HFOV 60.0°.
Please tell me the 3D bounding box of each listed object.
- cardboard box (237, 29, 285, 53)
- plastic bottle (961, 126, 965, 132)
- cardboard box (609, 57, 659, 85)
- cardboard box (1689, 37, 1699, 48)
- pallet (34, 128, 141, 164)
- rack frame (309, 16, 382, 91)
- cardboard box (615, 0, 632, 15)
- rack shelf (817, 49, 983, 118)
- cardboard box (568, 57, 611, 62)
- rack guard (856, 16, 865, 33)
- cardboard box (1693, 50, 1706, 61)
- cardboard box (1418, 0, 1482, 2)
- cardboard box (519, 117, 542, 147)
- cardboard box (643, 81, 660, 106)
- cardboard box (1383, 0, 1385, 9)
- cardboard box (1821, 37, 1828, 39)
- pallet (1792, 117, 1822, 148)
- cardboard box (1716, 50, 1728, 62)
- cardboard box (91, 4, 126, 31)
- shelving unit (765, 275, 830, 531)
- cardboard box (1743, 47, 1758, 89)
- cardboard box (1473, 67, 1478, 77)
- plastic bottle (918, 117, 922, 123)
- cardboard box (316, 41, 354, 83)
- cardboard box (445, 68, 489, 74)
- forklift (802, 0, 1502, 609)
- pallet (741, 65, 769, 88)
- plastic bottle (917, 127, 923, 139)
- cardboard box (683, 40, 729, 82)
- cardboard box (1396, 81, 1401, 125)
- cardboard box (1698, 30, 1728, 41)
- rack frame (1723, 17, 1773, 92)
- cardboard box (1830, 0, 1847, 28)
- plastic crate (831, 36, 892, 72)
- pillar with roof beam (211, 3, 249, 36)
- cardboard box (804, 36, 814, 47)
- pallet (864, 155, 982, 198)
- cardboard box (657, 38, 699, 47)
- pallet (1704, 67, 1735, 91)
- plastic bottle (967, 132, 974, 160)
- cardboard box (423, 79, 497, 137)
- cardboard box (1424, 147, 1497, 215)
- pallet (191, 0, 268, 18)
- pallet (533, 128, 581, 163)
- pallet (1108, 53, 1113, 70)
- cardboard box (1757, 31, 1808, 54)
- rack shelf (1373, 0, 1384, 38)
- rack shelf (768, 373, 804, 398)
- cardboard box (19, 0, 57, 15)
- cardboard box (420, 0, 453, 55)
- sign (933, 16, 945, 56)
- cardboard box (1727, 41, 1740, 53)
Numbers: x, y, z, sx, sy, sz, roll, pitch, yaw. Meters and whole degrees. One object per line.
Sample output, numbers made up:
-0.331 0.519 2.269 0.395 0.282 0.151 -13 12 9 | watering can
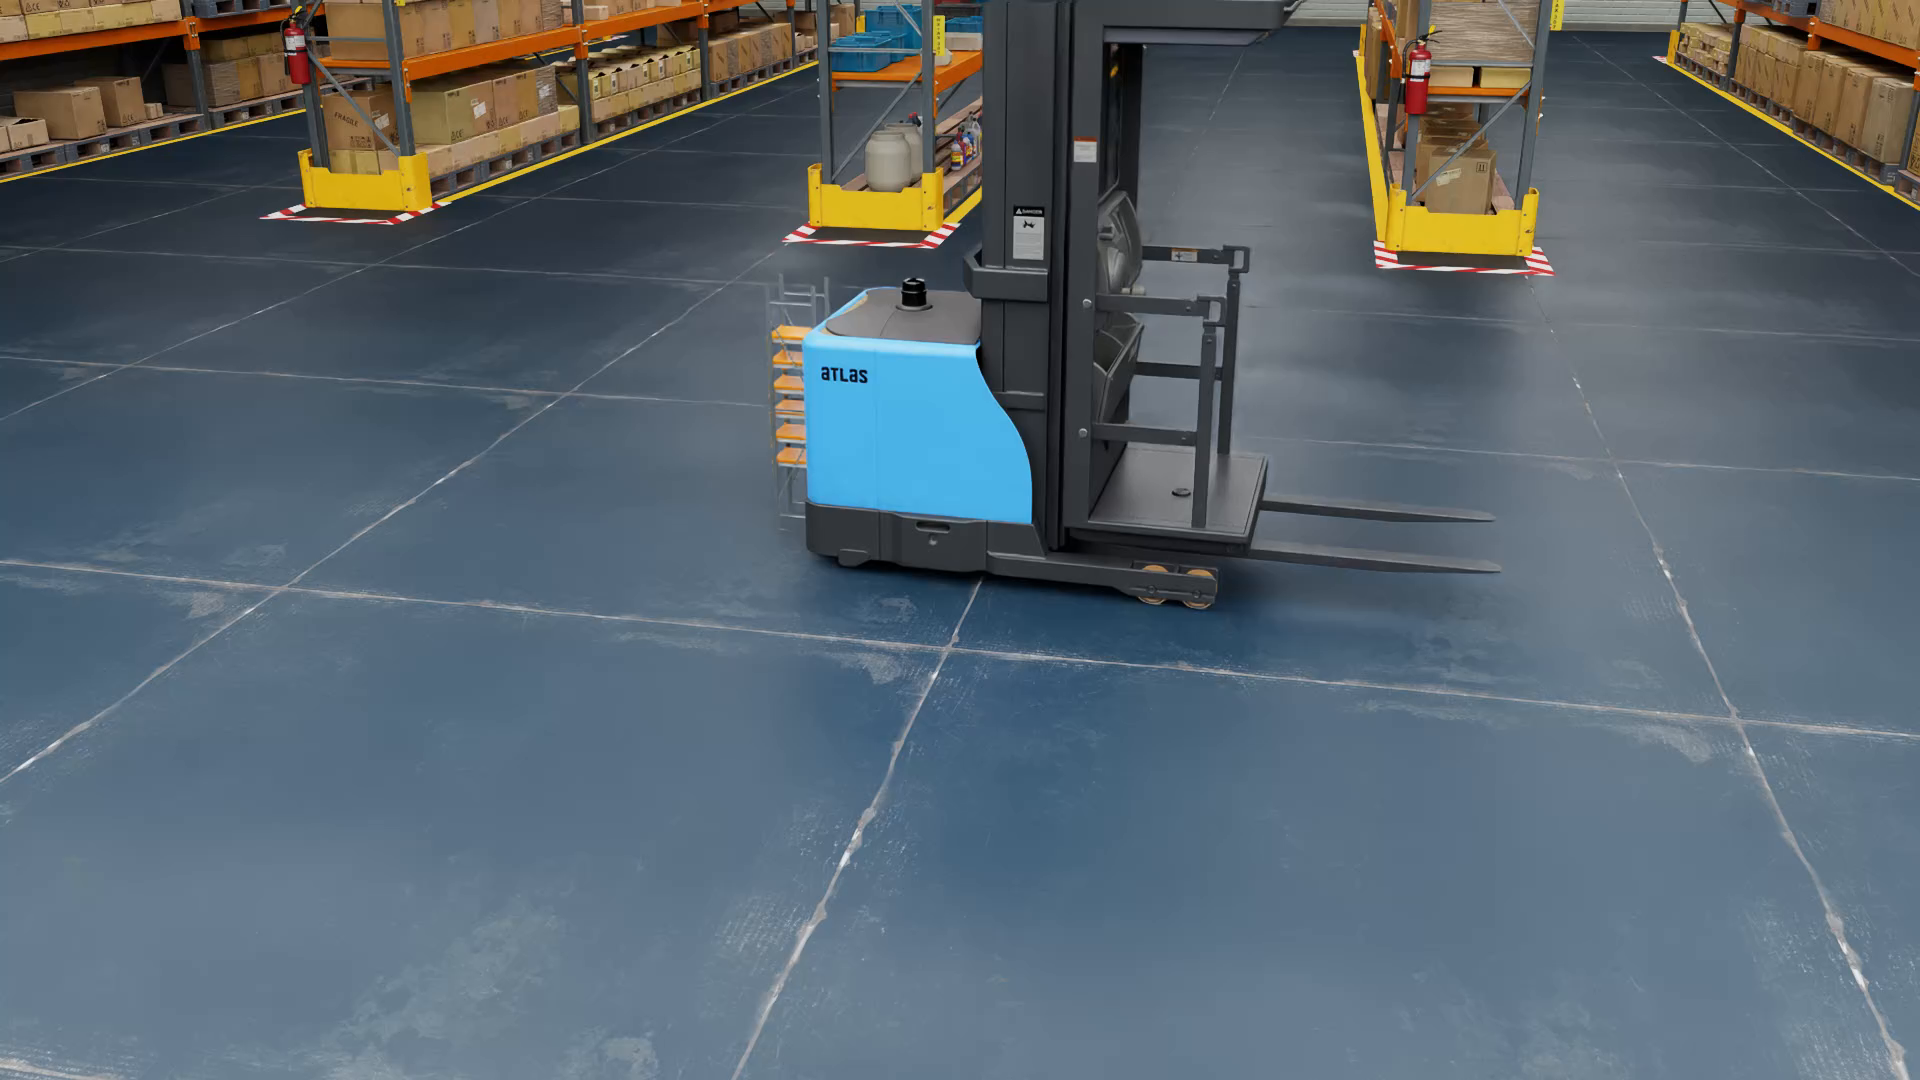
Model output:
-9.155 -6.585 21.942 0.500 0.250 0.500 4 22 11 | cardboard box
0.041 -4.131 17.142 0.061 0.283 0.133 4 22 11 | plastic bottle
-4.107 -5.887 20.823 0.500 0.311 0.500 5 22 12 | cardboard box
11.642 -7.791 26.038 0.380 0.149 0.250 5 23 13 | cardboard box
-9.947 -4.400 18.496 1.003 0.211 1.213 4 22 11 | pallet
-8.782 -7.852 23.335 1.000 3.000 0.127 4 22 11 | rack frame
-4.365 -6.715 20.377 0.500 0.500 0.500 4 22 11 | cardboard box
-0.307 -4.569 16.146 1.077 0.370 4.000 4 22 11 | rack shelf
-4.635 -5.919 20.903 0.500 0.311 0.500 4 22 10 | cardboard box
-2.315 -9.214 30.063 1.175 0.500 0.348 4 22 11 | rack guard
11.541 -7.472 25.644 0.380 0.149 0.250 3 22 8 | cardboard box
4.004 -4.662 13.543 0.500 0.500 0.500 4 22 11 | cardboard box
-4.828 -4.380 17.832 0.500 0.250 0.500 4 22 11 | cardboard box
-4.110 -5.623 20.919 0.500 0.250 0.500 5 22 12 | cardboard box
5.624 -6.965 20.998 0.500 0.500 0.500 5 23 13 | cardboard box
11.195 -6.287 21.228 0.500 0.250 0.500 5 22 11 | cardboard box
10.366 -4.728 19.311 1.003 0.211 1.213 4 22 11 | pallet
11.213 -7.017 24.117 0.380 0.149 0.250 3 22 8 | cardboard box
-9.595 -5.766 18.329 0.500 0.250 0.500 4 22 11 | cardboard box
-0.743 -0.626 7.802 0.258 1.200 0.189 5 23 13 | shelving unit
10.900 -6.359 22.411 0.500 0.500 0.500 5 23 13 | cardboard box
4.591 -4.036 14.197 0.380 0.149 0.250 4 22 11 | cardboard box
-0.433 -4.371 17.749 0.152 0.276 0.135 5 23 13 | plastic bottle
-8.878 -6.629 23.056 0.700 0.500 0.500 5 22 12 | cardboard box
-5.353 -4.769 17.793 0.500 0.500 0.500 4 22 11 | cardboard box
0.874 -1.284 7.118 3.031 2.935 1.130 5 23 13 | forklift
-3.491 -6.897 24.697 1.003 0.211 1.213 4 22 11 | pallet
-0.445 -4.084 17.037 0.152 0.276 0.135 4 22 11 | plastic bottle
-3.559 -6.665 23.145 0.500 0.500 0.500 5 23 13 | cardboard box
5.325 -4.901 18.766 0.700 0.500 0.500 3 22 6 | cardboard box
11.544 -7.730 25.489 0.380 0.149 0.250 5 22 12 | cardboard box
11.417 -7.767 23.124 1.000 3.000 0.127 4 22 11 | rack frame
10.144 -6.021 18.654 0.500 0.500 0.500 4 22 10 | cardboard box
-0.906 -4.308 14.734 0.499 0.251 0.616 4 22 11 | plastic crate
-5.679 -9.897 20.382 9.100 9.000 0.400 4 22 11 | pillar with roof beam
-2.651 -8.283 27.608 0.380 0.166 0.250 4 22 11 | cardboard box
-0.324 -3.650 16.635 1.003 0.211 1.213 4 22 11 | pallet
-3.970 -6.880 23.679 0.500 0.500 0.500 5 23 13 | cardboard box
11.519 -6.722 24.261 1.003 0.211 1.213 4 22 11 | pallet
0.091 -3.985 16.796 0.097 0.271 0.097 0 22 0 | plastic bottle
-5.047 -4.363 16.787 0.500 0.500 0.500 4 22 11 | cardboard box
4.277 -3.056 14.210 0.500 0.500 0.500 9 24 21 | cardboard box
-9.300 -6.569 20.405 1.003 0.211 1.213 4 22 11 | pallet
-4.951 -4.432 18.575 1.003 0.211 1.213 4 22 11 | pallet
1.845 -7.538 26.288 1.003 0.211 1.213 4 22 11 | pallet
10.793 -6.519 21.805 0.500 0.250 0.500 5 23 13 | cardboard box
6.174 -7.117 22.473 1.077 0.370 4.000 4 22 11 | rack shelf
-0.743 -0.696 7.774 0.258 0.103 0.180 5 23 13 | rack shelf
-9.800 -5.734 17.246 0.500 0.500 0.500 4 22 9 | cardboard box
-5.354 -4.959 16.017 0.700 0.500 0.500 5 22 12 | cardboard box
-0.178 -4.256 14.035 0.100 0.325 0.005 4 22 11 | sign
11.235 -7.065 23.839 0.380 0.149 0.250 5 22 12 | cardboard box
